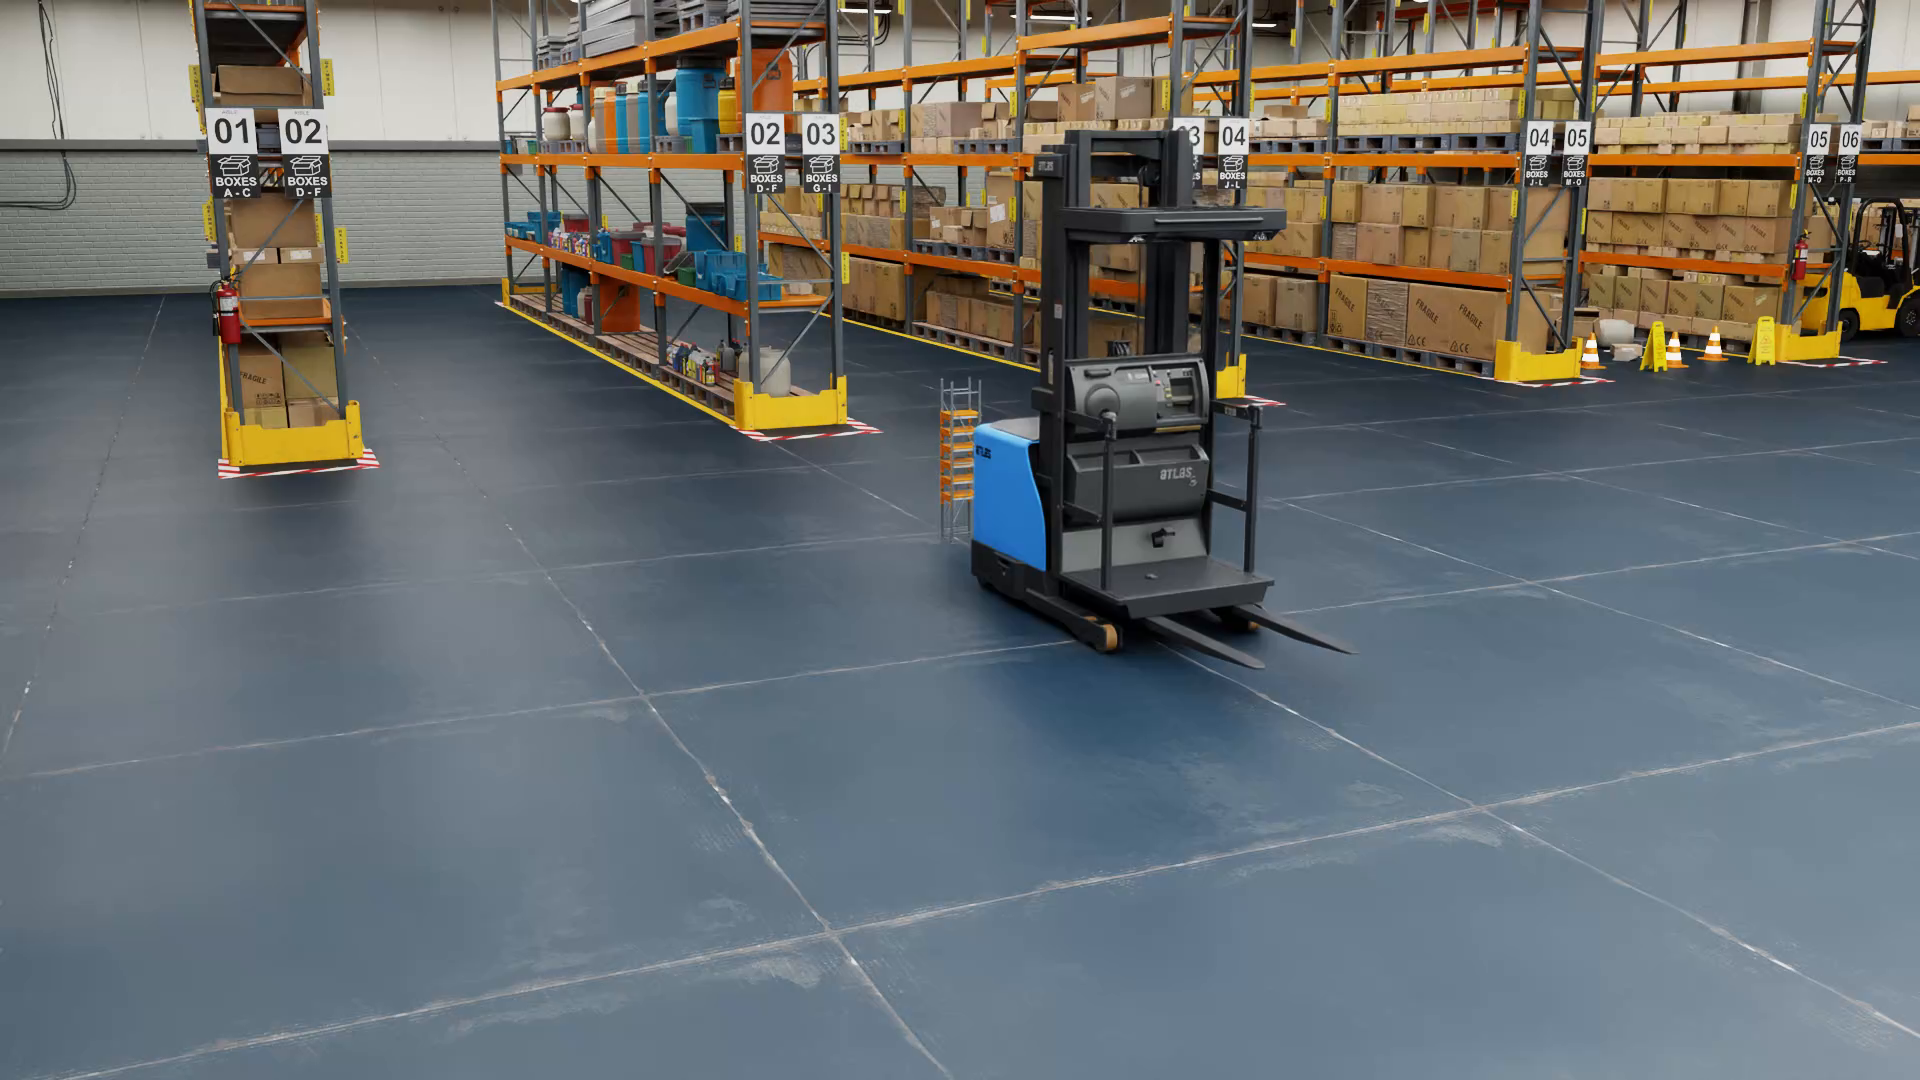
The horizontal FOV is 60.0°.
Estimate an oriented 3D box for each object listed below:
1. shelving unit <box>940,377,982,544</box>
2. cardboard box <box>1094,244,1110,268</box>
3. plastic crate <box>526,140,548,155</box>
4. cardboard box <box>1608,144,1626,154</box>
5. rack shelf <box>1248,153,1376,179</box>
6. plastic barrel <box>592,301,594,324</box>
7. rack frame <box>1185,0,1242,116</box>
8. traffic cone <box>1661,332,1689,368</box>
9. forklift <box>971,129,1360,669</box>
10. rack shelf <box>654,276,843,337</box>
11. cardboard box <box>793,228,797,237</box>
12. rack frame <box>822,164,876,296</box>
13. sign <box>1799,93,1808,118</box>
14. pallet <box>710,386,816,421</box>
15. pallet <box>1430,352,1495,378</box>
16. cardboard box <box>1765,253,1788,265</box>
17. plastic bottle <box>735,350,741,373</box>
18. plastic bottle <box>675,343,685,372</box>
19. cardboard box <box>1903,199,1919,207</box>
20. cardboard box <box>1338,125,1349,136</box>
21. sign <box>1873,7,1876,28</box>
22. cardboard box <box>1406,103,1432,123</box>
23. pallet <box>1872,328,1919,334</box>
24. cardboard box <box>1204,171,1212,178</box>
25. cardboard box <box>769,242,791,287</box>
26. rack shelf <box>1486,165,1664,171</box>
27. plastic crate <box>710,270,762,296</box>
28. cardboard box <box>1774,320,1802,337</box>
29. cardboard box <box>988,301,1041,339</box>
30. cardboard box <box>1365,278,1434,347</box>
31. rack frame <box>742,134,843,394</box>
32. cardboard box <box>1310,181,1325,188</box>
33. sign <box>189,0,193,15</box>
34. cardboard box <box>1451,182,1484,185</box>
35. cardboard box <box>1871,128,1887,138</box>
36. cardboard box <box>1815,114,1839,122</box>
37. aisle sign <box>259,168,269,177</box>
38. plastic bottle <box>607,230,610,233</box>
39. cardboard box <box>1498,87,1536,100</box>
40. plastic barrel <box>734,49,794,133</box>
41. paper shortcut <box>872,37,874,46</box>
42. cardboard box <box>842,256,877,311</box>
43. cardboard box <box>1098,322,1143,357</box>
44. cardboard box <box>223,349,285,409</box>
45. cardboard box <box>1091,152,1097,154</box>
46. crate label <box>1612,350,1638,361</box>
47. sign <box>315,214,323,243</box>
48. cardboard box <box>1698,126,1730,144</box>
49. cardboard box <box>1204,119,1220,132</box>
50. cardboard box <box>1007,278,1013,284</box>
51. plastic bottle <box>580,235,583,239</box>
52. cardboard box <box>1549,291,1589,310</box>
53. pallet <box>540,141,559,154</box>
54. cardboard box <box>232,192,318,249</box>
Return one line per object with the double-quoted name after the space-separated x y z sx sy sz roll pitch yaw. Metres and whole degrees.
0.006 -0.582 12.222 0.258 1.200 0.189 -6 14 -23 "shelving unit"
2.155 -3.632 20.528 0.875 0.500 0.500 -6 14 -23 "cardboard box"
-7.182 -6.693 28.356 0.416 0.233 0.300 -6 14 -23 "plastic crate"
10.250 -6.037 25.706 0.380 0.149 0.250 -6 14 -23 "cardboard box"
5.002 -5.900 26.153 1.077 0.370 4.000 -6 14 -23 "rack shelf"
-5.442 -3.529 25.549 0.421 0.512 0.421 0 13 0 "plastic barrel"
4.201 -8.125 27.519 1.000 3.000 0.127 -6 14 -23 "rack frame"
9.666 -2.583 22.506 0.336 0.463 0.334 -6 14 -23 "traffic cone"
1.167 -0.892 9.725 1.130 2.935 3.031 -6 14 -25 "forklift"
-2.519 -2.738 19.142 1.077 0.370 4.000 -6 14 -23 "rack shelf"
-2.924 -5.778 31.240 0.380 0.149 0.250 -6 14 -24 "cardboard box"
-1.986 -5.602 29.920 1.000 3.000 0.127 -6 14 -23 "rack frame"
11.384 -5.864 22.439 0.100 0.325 0.005 -6 14 -23 "sign"
-2.112 -1.496 18.367 1.003 0.211 1.213 -6 14 -23 "pallet"
7.014 -2.349 22.052 1.003 0.211 1.213 -6 14 -23 "pallet"
11.555 -3.953 23.355 0.380 0.149 0.250 -5 14 -21 "cardboard box"
-2.675 -2.164 20.118 0.061 0.283 0.133 -6 14 -23 "plastic bottle"
-3.377 -2.221 20.213 0.144 0.351 0.185 -5 14 -21 "plastic bottle"
15.406 -5.401 26.734 0.380 0.149 0.250 -6 14 -23 "cardboard box"
5.638 -5.862 23.799 0.380 0.149 0.250 -6 14 -24 "cardboard box"
15.363 -8.793 27.982 0.100 0.325 0.005 -6 14 -23 "sign"
6.352 -5.723 22.314 0.500 0.250 0.500 -5 14 -22 "cardboard box"
15.618 -3.514 27.085 1.003 0.211 1.213 -6 14 -23 "pallet"
5.549 -7.965 36.254 0.380 0.149 0.250 -5 14 -21 "cardboard box"
-3.259 -5.472 33.143 0.875 0.875 0.875 -6 14 -23 "cardboard box"
12.442 -7.644 33.686 1.077 0.370 4.000 -6 14 -23 "rack shelf"
-2.447 -2.814 18.204 0.499 0.251 0.408 -6 14 -23 "plastic crate"
11.831 -3.074 24.167 0.500 0.250 0.500 -6 14 -23 "cardboard box"
0.818 -3.174 24.001 0.700 0.500 0.500 -6 14 -23 "cardboard box"
6.356 -3.223 23.425 0.875 0.875 0.875 -6 14 -23 "cardboard box"
-1.718 -2.675 17.276 1.000 3.000 0.127 -6 14 -23 "rack frame"
7.236 -6.813 32.716 0.500 0.500 0.500 -6 14 -23 "cardboard box"
-11.569 -8.079 25.072 0.100 0.325 0.005 -6 14 -23 "sign"
11.288 -7.715 37.060 0.500 0.500 0.500 -6 14 -25 "cardboard box"
15.054 -6.606 27.013 0.380 0.149 0.250 -5 14 -21 "cardboard box"
11.945 -5.837 23.073 0.380 0.149 0.250 -6 14 -23 "cardboard box"
-12.414 -6.842 29.516 0.394 0.787 0.004 -6 14 -23 "aisle sign"
-5.501 -4.701 26.137 0.144 0.351 0.185 -6 14 -23 "plastic bottle"
6.960 -5.569 20.764 0.380 0.149 0.250 -5 14 -22 "cardboard box"
-2.029 -4.639 17.226 0.600 0.830 0.708 -6 14 -23 "plastic barrel"
-1.394 -7.991 26.631 0.009 0.170 0.078 6 -22 -25 "paper shortcut"
-1.353 -4.456 28.752 1.225 0.875 0.875 -6 14 -25 "cardboard box"
2.082 -2.491 21.093 0.500 0.500 0.500 -4 14 -18 "cardboard box"
-6.745 -1.543 15.886 0.500 0.500 0.500 -6 14 -23 "cardboard box"
1.788 -4.900 20.571 0.500 0.250 0.500 -6 14 -24 "cardboard box"
9.294 -2.581 23.220 0.298 0.136 0.250 9 16 35 "crate label"
-7.352 -3.566 19.028 0.100 0.325 0.005 -6 14 -23 "sign"
11.036 -5.843 23.983 0.500 0.250 0.500 -5 14 -21 "cardboard box"
2.922 -4.783 19.178 0.380 0.149 0.250 -6 14 -23 "cardboard box"
1.201 -5.374 34.326 0.380 0.149 0.250 -5 14 -22 "cardboard box"
-5.875 -4.603 25.866 0.061 0.283 0.133 -6 14 -23 "plastic bottle"
10.086 -3.876 27.363 0.950 0.372 0.625 -5 14 -22 "cardboard box"
-6.121 -6.370 27.009 1.213 0.211 1.003 -6 14 -23 "pallet"
-6.454 -3.018 15.657 0.700 0.500 0.500 -6 14 -23 "cardboard box"
